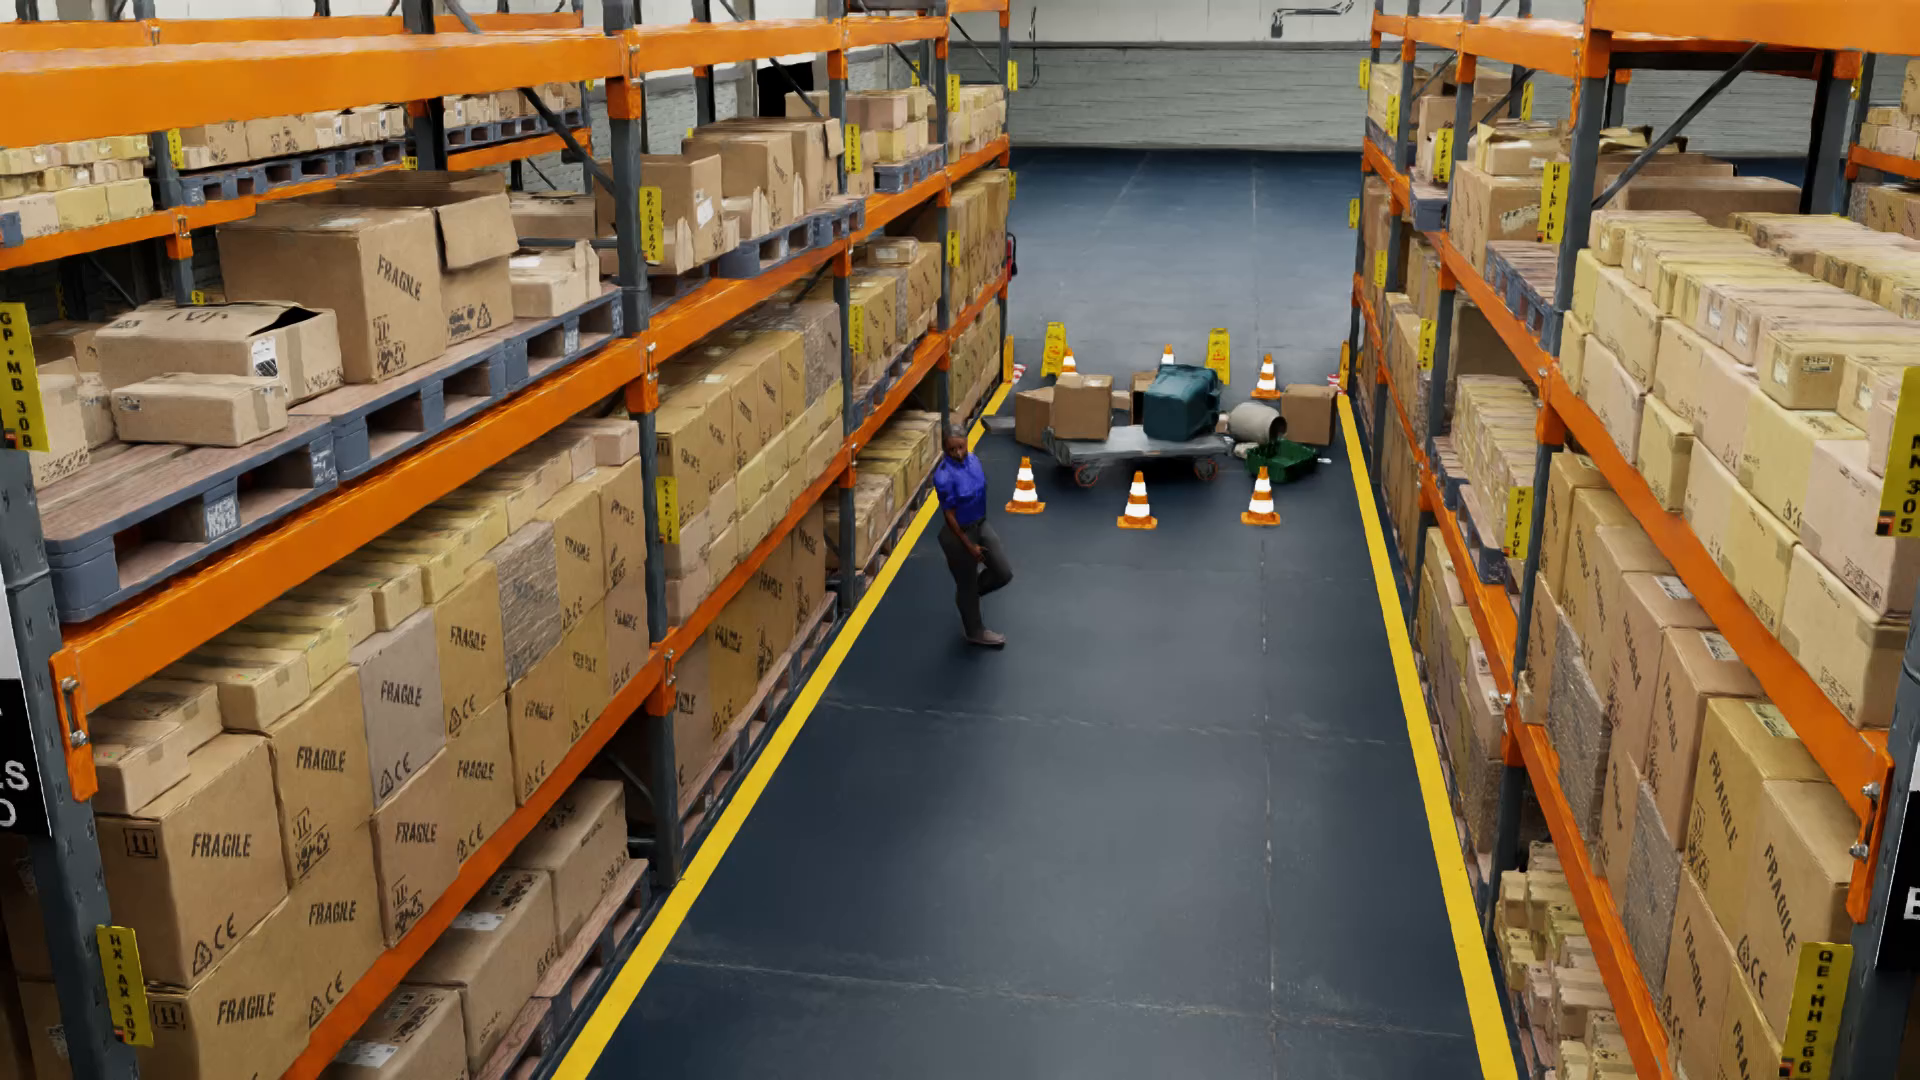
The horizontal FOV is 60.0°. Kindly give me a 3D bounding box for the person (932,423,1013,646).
[{"bbox_3d":[0.041,-0.036,11.195,0.494,1.602,0.629,15,23,39],"label":"person"}]
